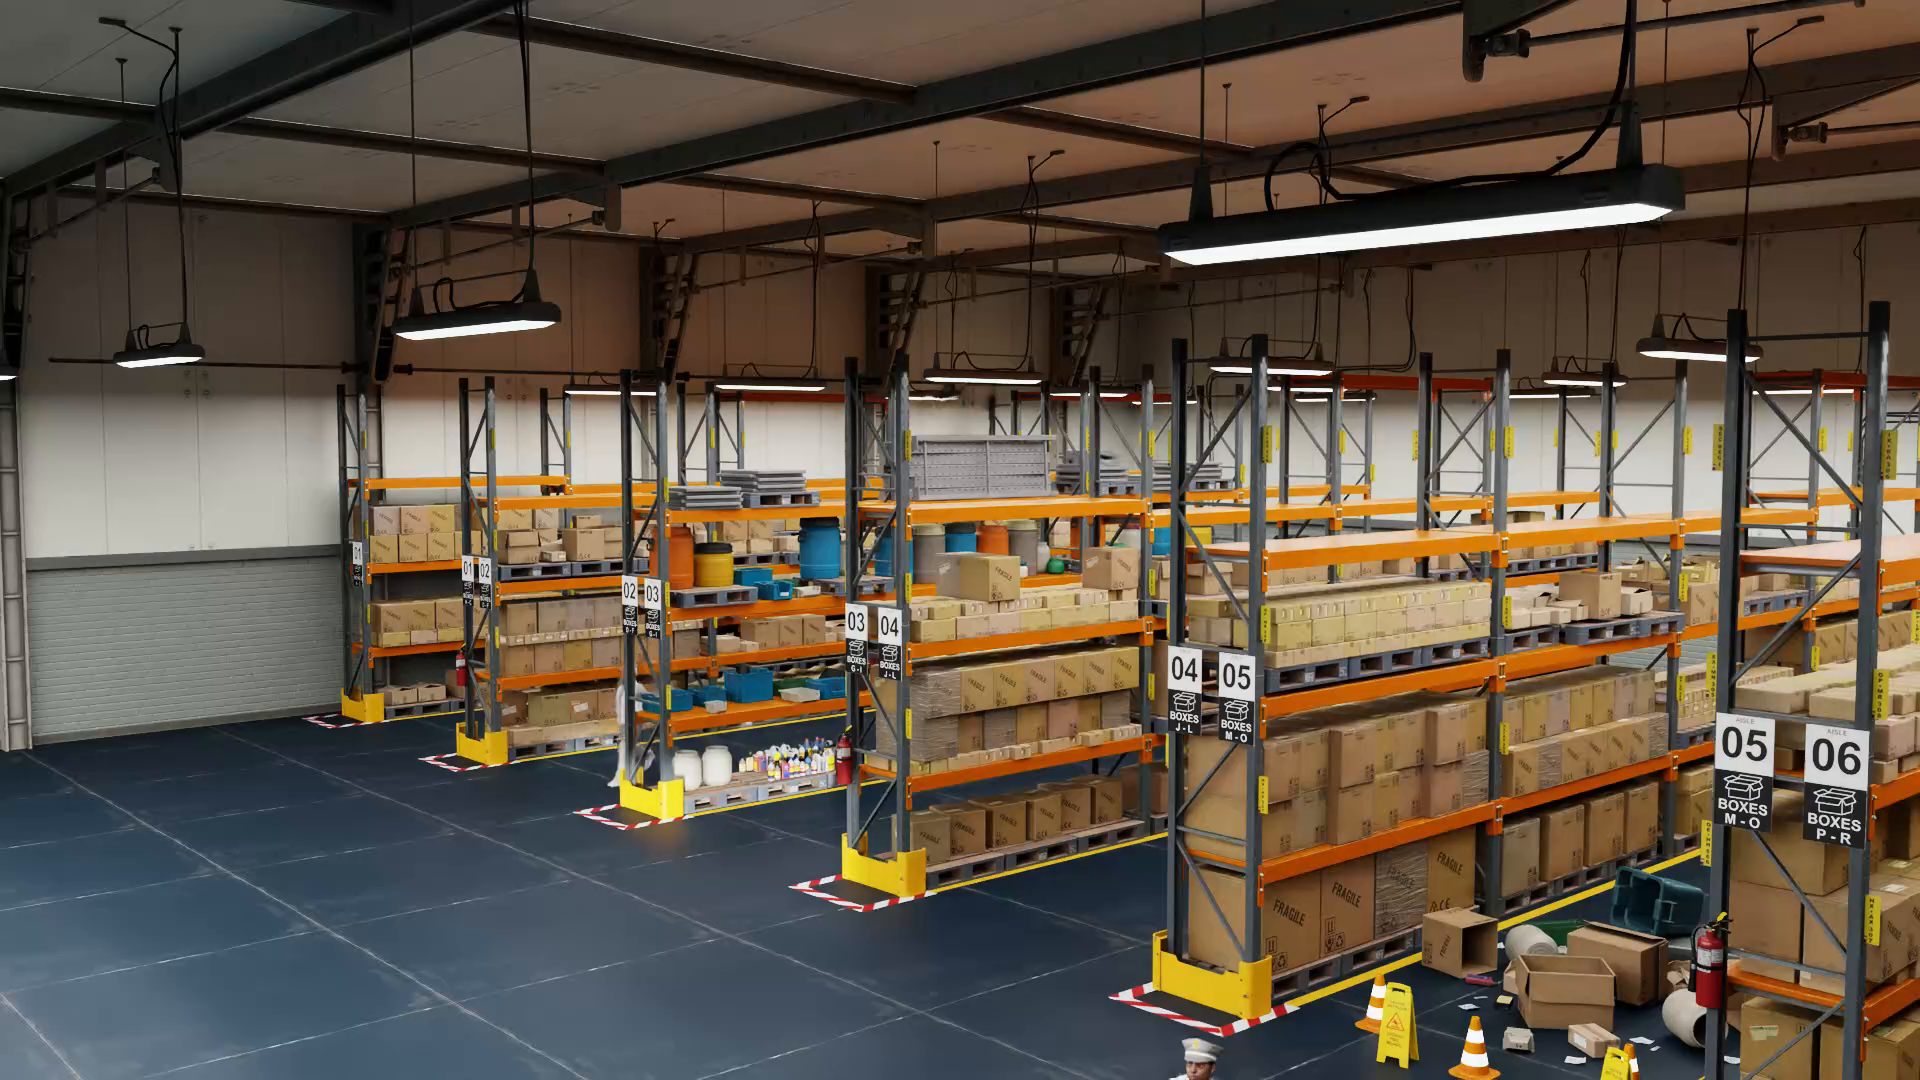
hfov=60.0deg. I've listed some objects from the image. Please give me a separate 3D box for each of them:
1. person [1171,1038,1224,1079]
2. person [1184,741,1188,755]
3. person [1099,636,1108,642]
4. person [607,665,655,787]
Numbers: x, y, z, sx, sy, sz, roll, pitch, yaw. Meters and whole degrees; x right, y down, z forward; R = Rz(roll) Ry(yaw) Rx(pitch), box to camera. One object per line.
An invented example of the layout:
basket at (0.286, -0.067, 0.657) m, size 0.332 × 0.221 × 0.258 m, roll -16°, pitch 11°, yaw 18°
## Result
person at (1.386, 3.693, 9.622) m, size 0.559 × 1.667 × 0.584 m, roll 1°, pitch 4°, yaw 15°
person at (3.634, 2.525, 26.775) m, size 0.731 × 1.838 × 0.780 m, roll 3°, pitch 5°, yaw 40°
person at (2.701, 1.978, 31.979) m, size 1.008 × 1.663 × 0.559 m, roll -3°, pitch 5°, yaw -41°
person at (-4.800, 2.682, 24.439) m, size 0.673 × 1.774 × 0.935 m, roll 4°, pitch 5°, yaw 45°
